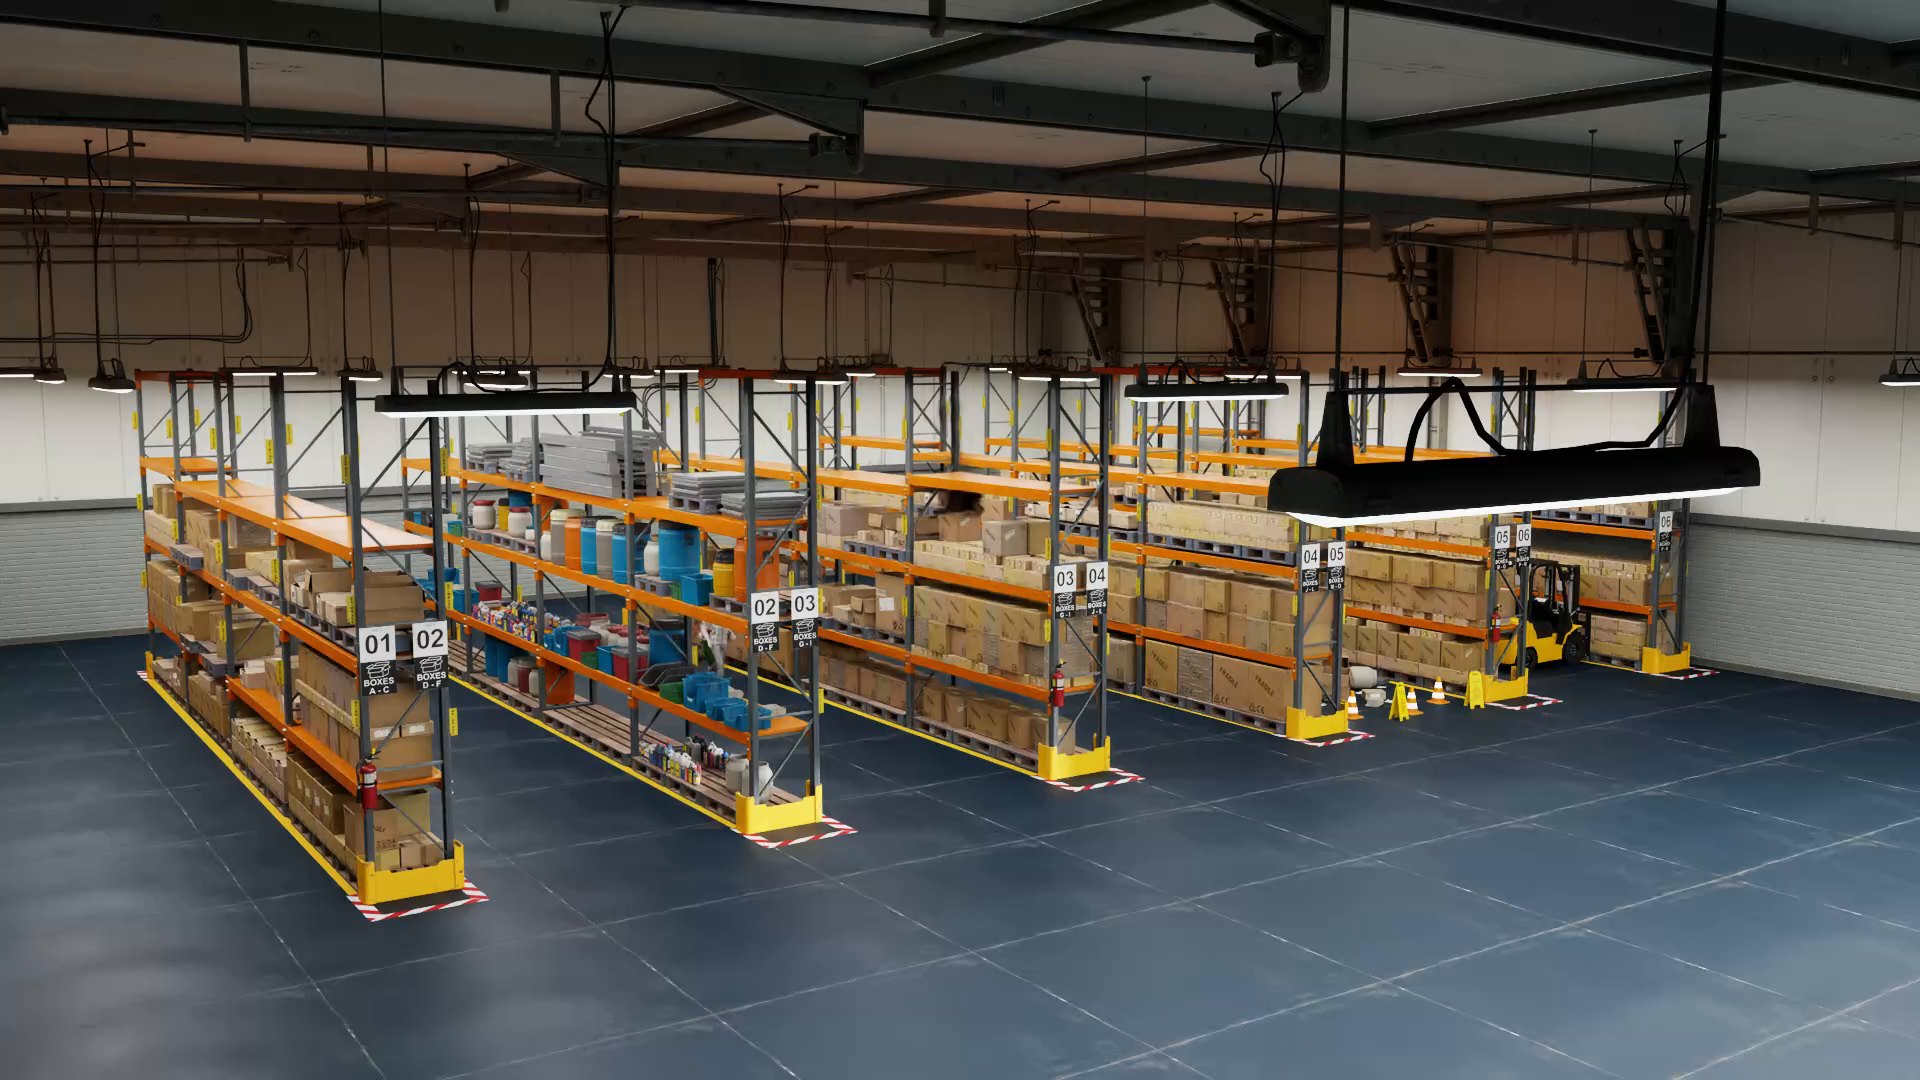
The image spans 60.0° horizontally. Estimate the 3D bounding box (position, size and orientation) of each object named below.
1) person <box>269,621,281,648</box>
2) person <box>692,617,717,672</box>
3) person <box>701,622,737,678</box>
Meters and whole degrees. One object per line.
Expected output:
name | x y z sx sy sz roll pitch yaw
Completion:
person | -14.029 1.710 33.621 0.596 1.673 0.738 3 7 28
person | -4.859 1.890 31.901 0.667 1.765 0.872 -5 8 -40
person | -4.607 1.968 31.452 0.600 1.678 0.843 -5 8 -38
